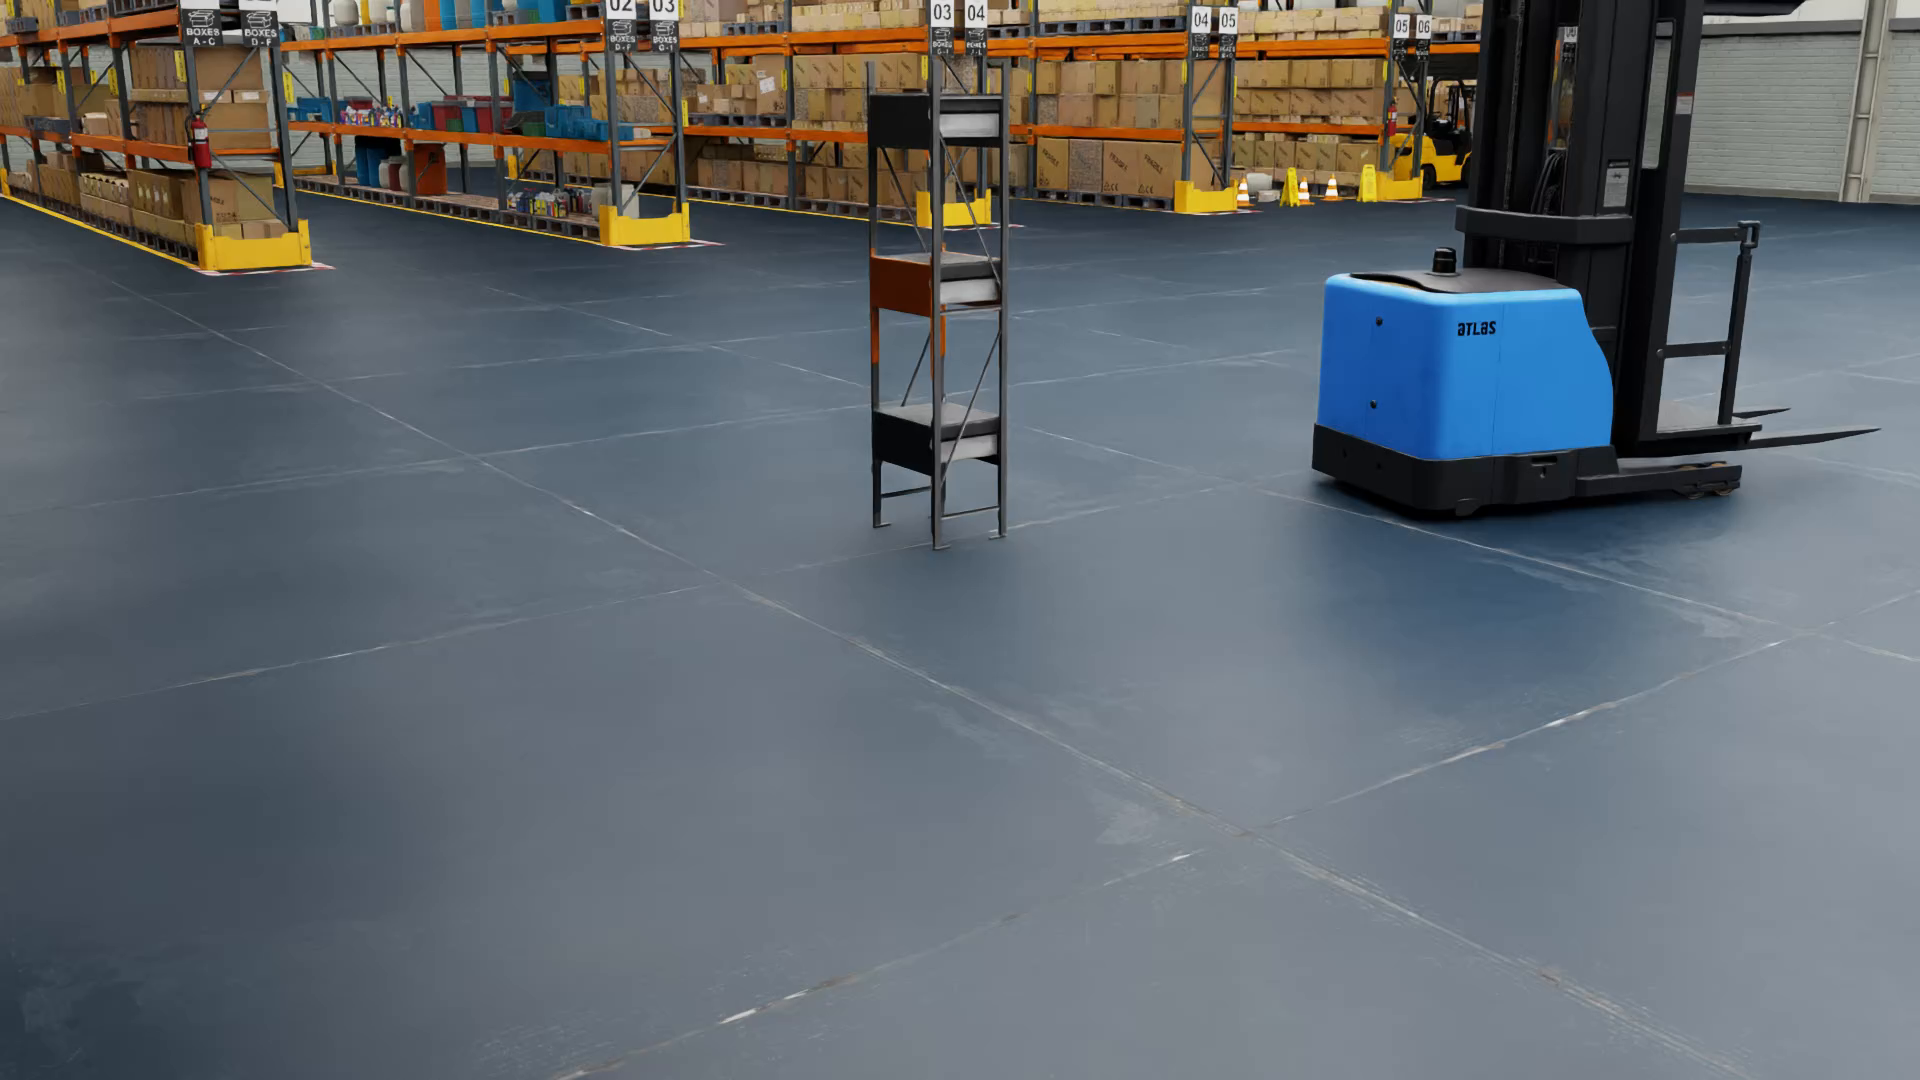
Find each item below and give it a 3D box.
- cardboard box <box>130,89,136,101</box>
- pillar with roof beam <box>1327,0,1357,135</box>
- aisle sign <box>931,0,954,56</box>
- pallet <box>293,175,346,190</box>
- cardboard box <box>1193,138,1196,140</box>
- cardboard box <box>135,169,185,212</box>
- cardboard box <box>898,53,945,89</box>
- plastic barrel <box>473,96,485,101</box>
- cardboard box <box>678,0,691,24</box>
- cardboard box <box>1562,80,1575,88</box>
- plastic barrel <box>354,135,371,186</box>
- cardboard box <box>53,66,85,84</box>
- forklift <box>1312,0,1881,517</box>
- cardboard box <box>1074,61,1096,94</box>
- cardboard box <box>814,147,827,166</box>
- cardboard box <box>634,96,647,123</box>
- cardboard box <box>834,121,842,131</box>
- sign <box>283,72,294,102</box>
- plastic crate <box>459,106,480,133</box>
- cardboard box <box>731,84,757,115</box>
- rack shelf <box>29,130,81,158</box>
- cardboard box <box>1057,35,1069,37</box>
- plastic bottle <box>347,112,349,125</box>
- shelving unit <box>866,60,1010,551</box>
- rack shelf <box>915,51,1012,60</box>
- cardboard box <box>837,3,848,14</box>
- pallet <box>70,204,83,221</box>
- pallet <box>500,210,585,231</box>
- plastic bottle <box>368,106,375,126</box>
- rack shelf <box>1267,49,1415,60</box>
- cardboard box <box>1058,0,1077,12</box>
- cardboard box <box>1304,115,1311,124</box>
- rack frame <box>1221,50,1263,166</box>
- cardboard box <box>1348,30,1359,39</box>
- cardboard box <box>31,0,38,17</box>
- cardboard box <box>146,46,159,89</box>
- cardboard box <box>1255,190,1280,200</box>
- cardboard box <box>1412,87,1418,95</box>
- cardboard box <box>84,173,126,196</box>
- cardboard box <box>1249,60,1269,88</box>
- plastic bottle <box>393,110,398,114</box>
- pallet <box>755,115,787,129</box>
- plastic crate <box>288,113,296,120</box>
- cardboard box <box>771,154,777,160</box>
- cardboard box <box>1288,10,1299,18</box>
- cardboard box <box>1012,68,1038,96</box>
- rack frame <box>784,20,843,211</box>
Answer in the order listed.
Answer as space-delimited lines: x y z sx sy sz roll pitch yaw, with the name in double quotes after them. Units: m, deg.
-10.409 -5.710 21.339 0.380 0.149 0.250 -11 19 -35 "cardboard box"
5.295 -12.224 35.192 9.100 9.000 0.400 -11 19 -35 "pillar with roof beam"
-0.250 -7.313 23.690 0.394 0.787 0.004 -11 19 -35 "aisle sign"
-13.004 -7.240 33.629 1.003 0.211 1.213 -11 19 -35 "pallet"
5.926 -9.861 40.633 0.380 0.149 0.250 -11 19 -34 "cardboard box"
-10.091 -4.422 21.041 0.500 0.500 0.500 -11 19 -35 "cardboard box"
-0.567 -6.872 24.357 0.500 0.500 0.500 -11 19 -35 "cardboard box"
-7.473 -6.758 26.327 0.433 0.535 0.433 0 15 0 "plastic barrel"
-4.679 -9.423 29.506 0.500 0.500 0.500 -11 19 -34 "cardboard box"
11.961 -9.038 32.935 0.380 0.149 0.250 -11 19 -36 "cardboard box"
-10.799 -6.985 30.593 0.600 0.901 0.708 -11 19 -35 "plastic barrel"
-15.164 -7.820 28.381 0.500 0.500 0.500 -10 18 -33 "cardboard box"
3.409 -1.744 8.394 3.031 2.935 1.130 -6 16 -19 "forklift"
2.489 -7.995 28.775 0.875 0.550 0.550 -11 19 -35 "cardboard box"
-2.808 -8.228 35.896 0.500 0.500 0.500 -10 18 -32 "cardboard box"
-5.834 -8.161 31.520 0.500 0.500 0.500 -12 19 -36 "cardboard box"
-1.757 -6.497 26.106 0.380 0.149 0.250 -11 19 -35 "cardboard box"
-7.606 -5.123 18.822 0.100 0.325 0.005 -11 19 -35 "sign"
-7.302 -6.384 25.250 0.392 0.384 0.575 -11 19 -35 "plastic crate"
-3.489 -7.582 28.604 0.797 0.503 0.637 -9 18 -29 "cardboard box"
-13.938 -6.371 26.534 1.077 0.370 4.000 -11 19 -35 "rack shelf"
2.533 -11.245 36.314 0.700 0.500 0.500 -12 19 -37 "cardboard box"
-11.017 -7.635 30.035 0.097 0.271 0.097 0 15 0 "plastic bottle"
-0.097 -1.048 7.428 0.431 2.100 0.503 -11 19 -35 "shelving unit"
-0.259 -11.747 40.494 1.077 0.370 4.000 -11 19 -35 "rack shelf"
-1.656 -8.150 25.520 0.380 0.149 0.250 -11 19 -36 "cardboard box"
-13.171 -5.111 25.851 1.003 0.211 1.213 -11 19 -35 "pallet"
-6.041 -4.710 24.384 1.003 0.211 1.213 -11 19 -35 "pallet"
-10.256 -7.408 29.053 0.144 0.351 0.185 -11 19 -35 "plastic bottle"
8.458 -10.810 37.070 1.077 0.370 4.000 -11 19 -35 "rack shelf"
2.035 -9.235 28.690 0.500 0.250 0.500 -11 19 -35 "cardboard box"
6.697 -7.912 31.279 0.380 0.149 0.250 -11 19 -35 "cardboard box"
5.621 -8.512 32.993 1.000 3.000 0.127 -11 19 -35 "rack frame"
7.235 -9.126 30.031 0.380 0.149 0.250 -10 18 -33 "cardboard box"
-14.466 -8.633 26.578 0.600 0.600 0.600 -11 19 -35 "cardboard box"
-9.553 -5.802 20.446 0.700 0.500 0.500 -11 19 -35 "cardboard box"
5.568 -6.249 30.125 0.380 0.149 0.250 -2 15 -6 "cardboard box"
9.762 -9.480 35.113 0.380 0.149 0.250 -10 18 -33 "cardboard box"
-12.376 -5.169 24.132 0.500 0.311 0.500 -11 19 -36 "cardboard box"
5.987 -8.946 31.931 0.700 0.500 0.500 -11 19 -34 "cardboard box"
-10.112 -7.579 29.829 0.097 0.271 0.097 0 15 0 "plastic bottle"
-2.727 -7.067 28.077 1.003 0.211 1.213 -11 19 -35 "pallet"
-13.058 -8.339 32.747 0.250 0.136 0.298 -11 19 -35 "plastic crate"
-4.045 -8.649 37.538 0.380 0.149 0.250 -10 18 -33 "cardboard box"
6.352 -9.834 31.109 0.380 0.149 0.250 -11 19 -35 "cardboard box"
1.379 -8.357 30.346 0.700 0.500 0.500 -11 19 -35 "cardboard box"
-2.395 -6.973 27.373 1.000 3.000 0.127 -11 19 -35 "rack frame"
